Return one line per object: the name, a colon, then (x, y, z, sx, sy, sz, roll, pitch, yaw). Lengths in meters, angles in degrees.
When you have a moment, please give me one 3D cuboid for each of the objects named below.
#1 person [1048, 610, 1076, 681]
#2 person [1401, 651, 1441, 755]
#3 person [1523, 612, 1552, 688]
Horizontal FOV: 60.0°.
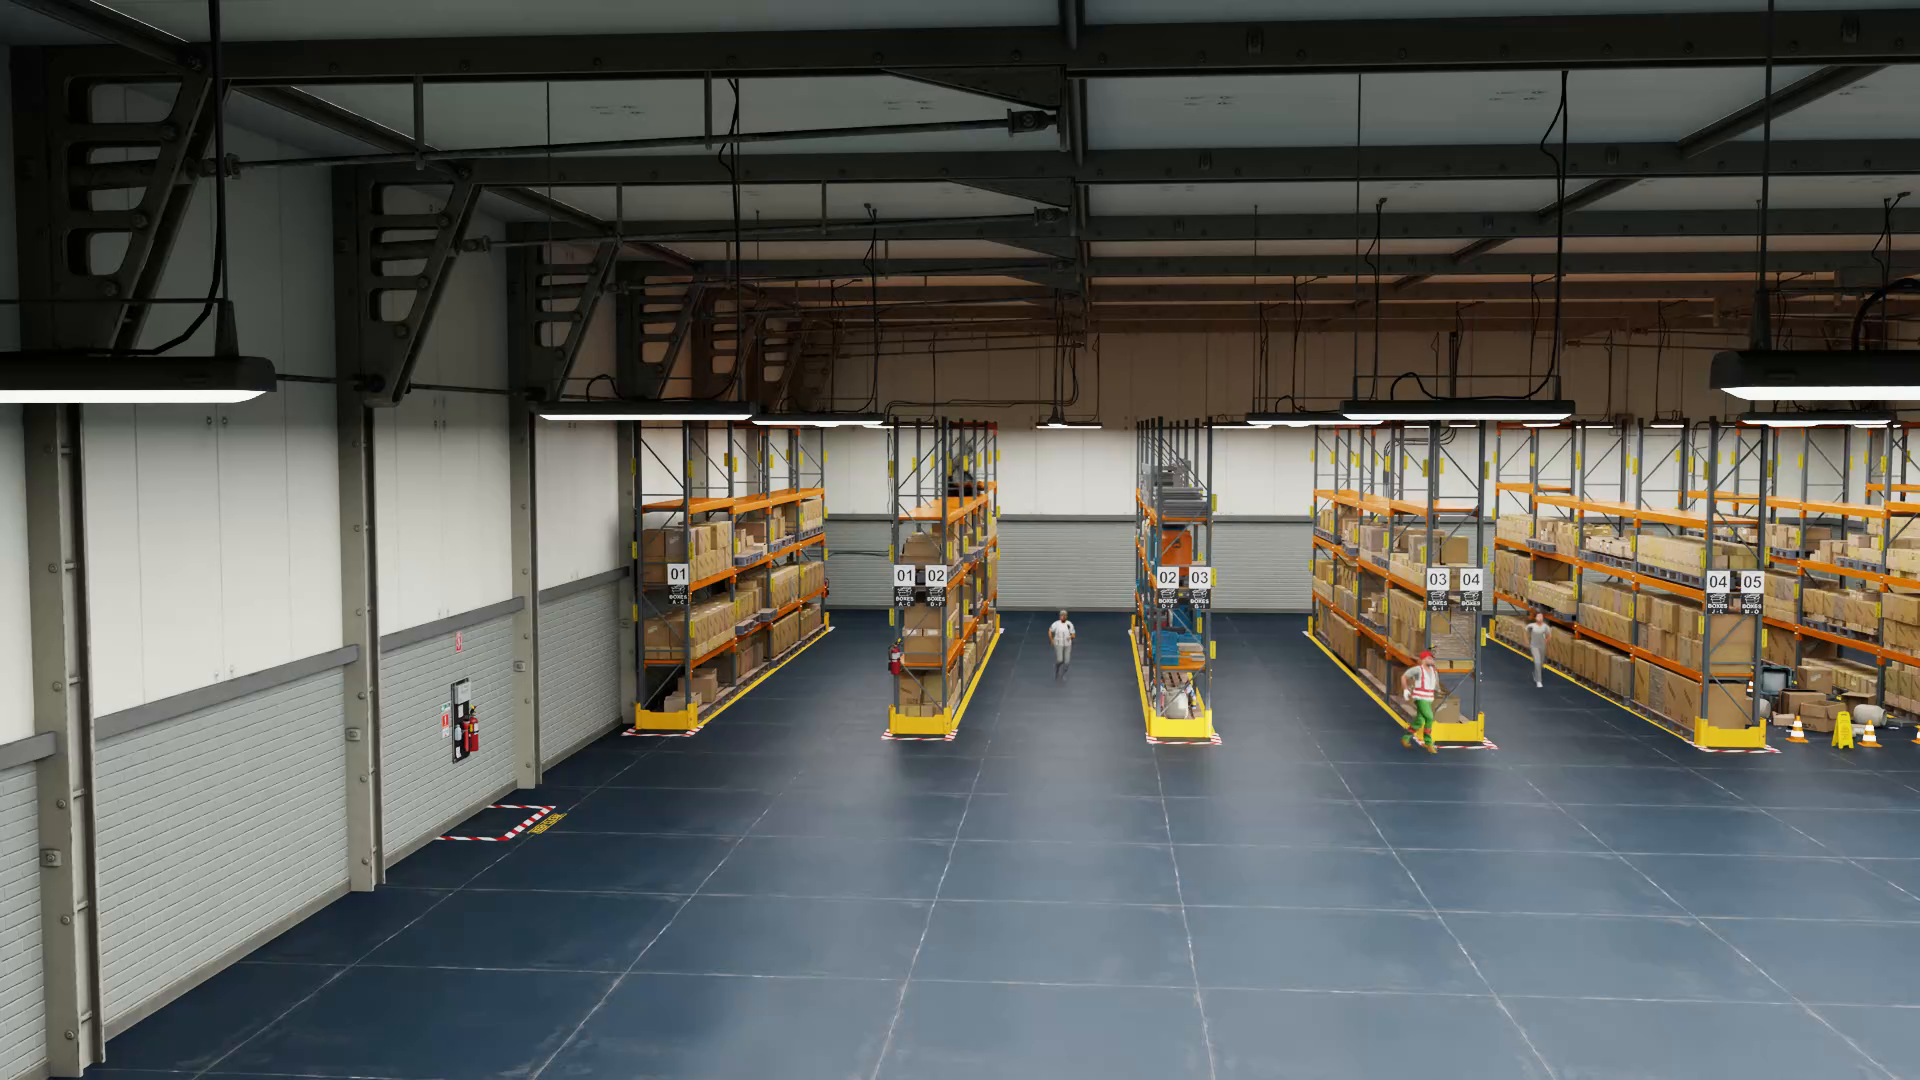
person: (2.341, 2.415, 37.827, 0.593, 1.625, 0.574, 0, 4, -7)
person: (8.334, 2.880, 29.763, 0.691, 1.775, 0.850, -3, 5, -34)
person: (12.989, 2.434, 37.384, 0.581, 1.664, 0.877, 0, 4, 2)
